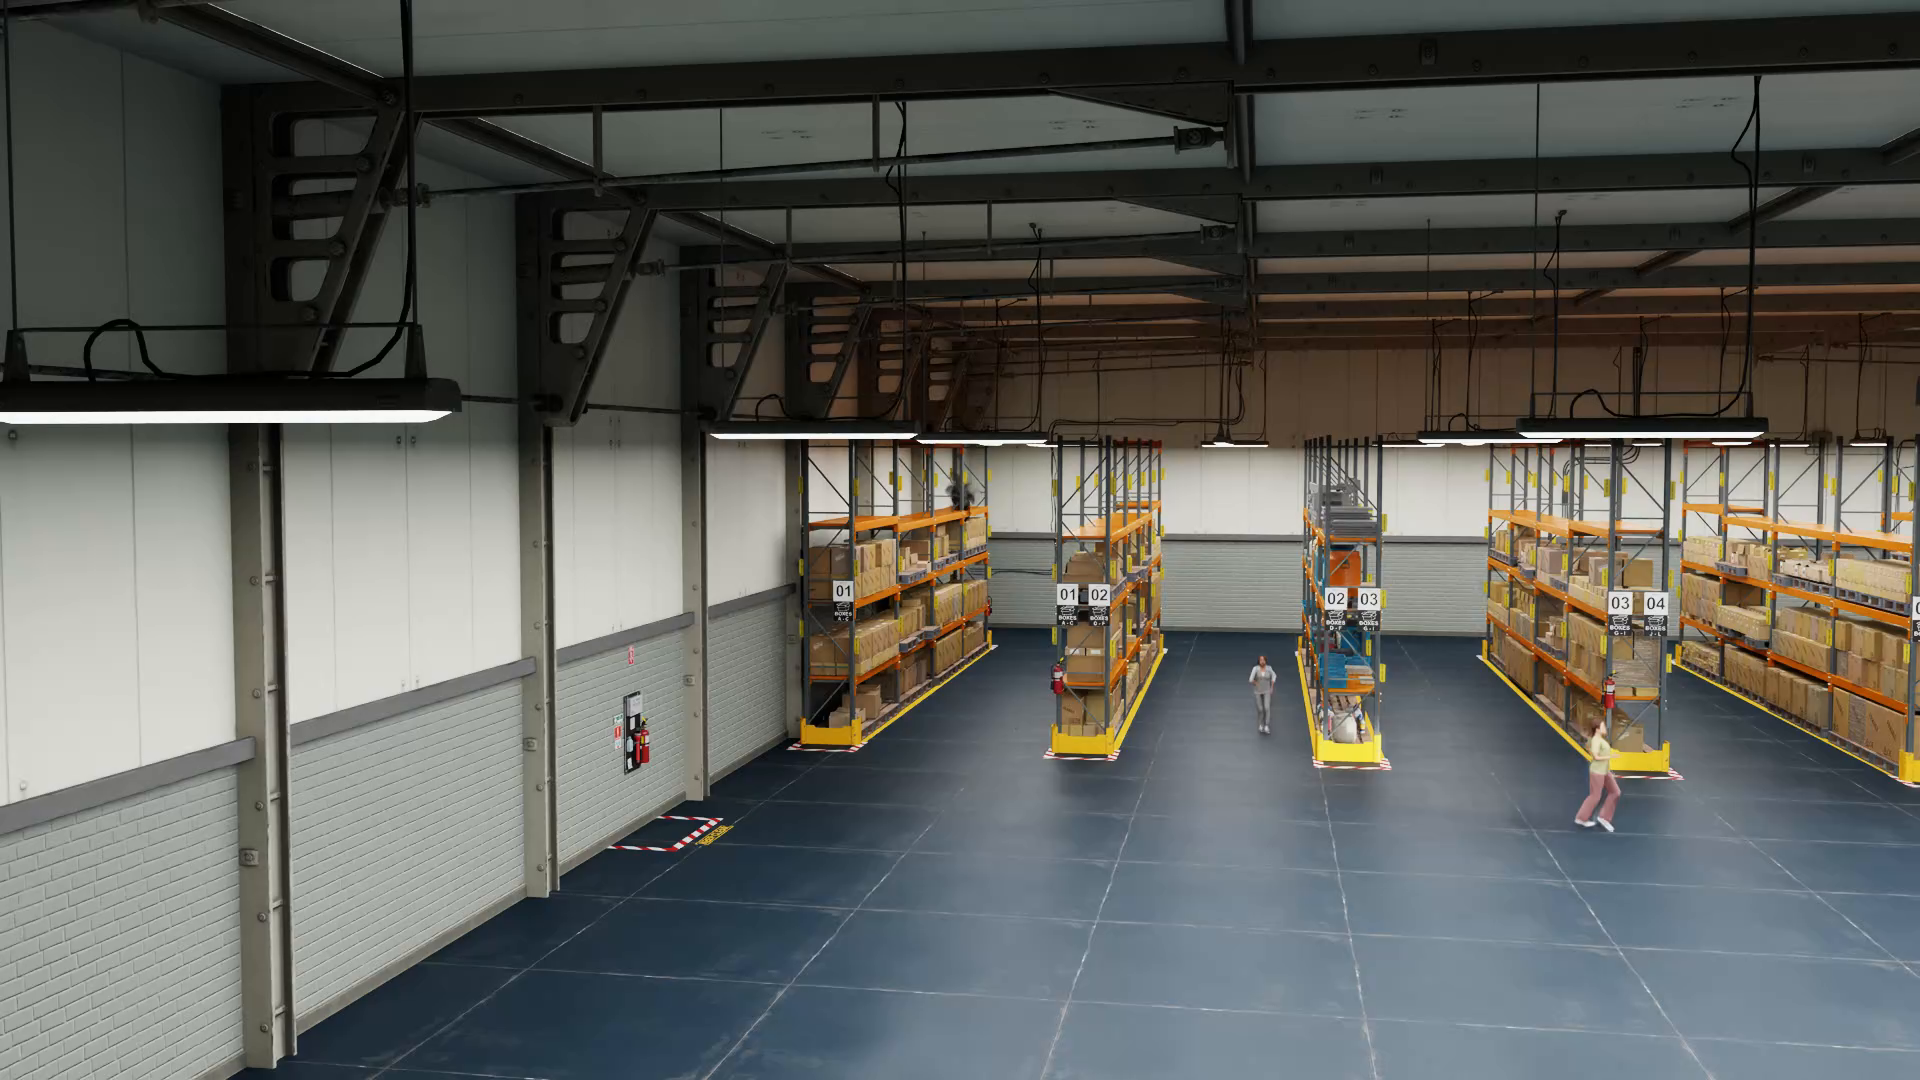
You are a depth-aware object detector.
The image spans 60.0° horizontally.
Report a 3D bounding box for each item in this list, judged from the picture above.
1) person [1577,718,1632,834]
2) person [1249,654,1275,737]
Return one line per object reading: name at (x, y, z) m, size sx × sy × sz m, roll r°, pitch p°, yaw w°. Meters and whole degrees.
person at (9.674, 3.527, 24.943) m, size 0.755 × 1.719 × 0.562 m, roll 2°, pitch 4°, yaw 33°
person at (6.071, 3.112, 33.463) m, size 0.526 × 1.627 × 0.727 m, roll 1°, pitch 3°, yaw 12°
